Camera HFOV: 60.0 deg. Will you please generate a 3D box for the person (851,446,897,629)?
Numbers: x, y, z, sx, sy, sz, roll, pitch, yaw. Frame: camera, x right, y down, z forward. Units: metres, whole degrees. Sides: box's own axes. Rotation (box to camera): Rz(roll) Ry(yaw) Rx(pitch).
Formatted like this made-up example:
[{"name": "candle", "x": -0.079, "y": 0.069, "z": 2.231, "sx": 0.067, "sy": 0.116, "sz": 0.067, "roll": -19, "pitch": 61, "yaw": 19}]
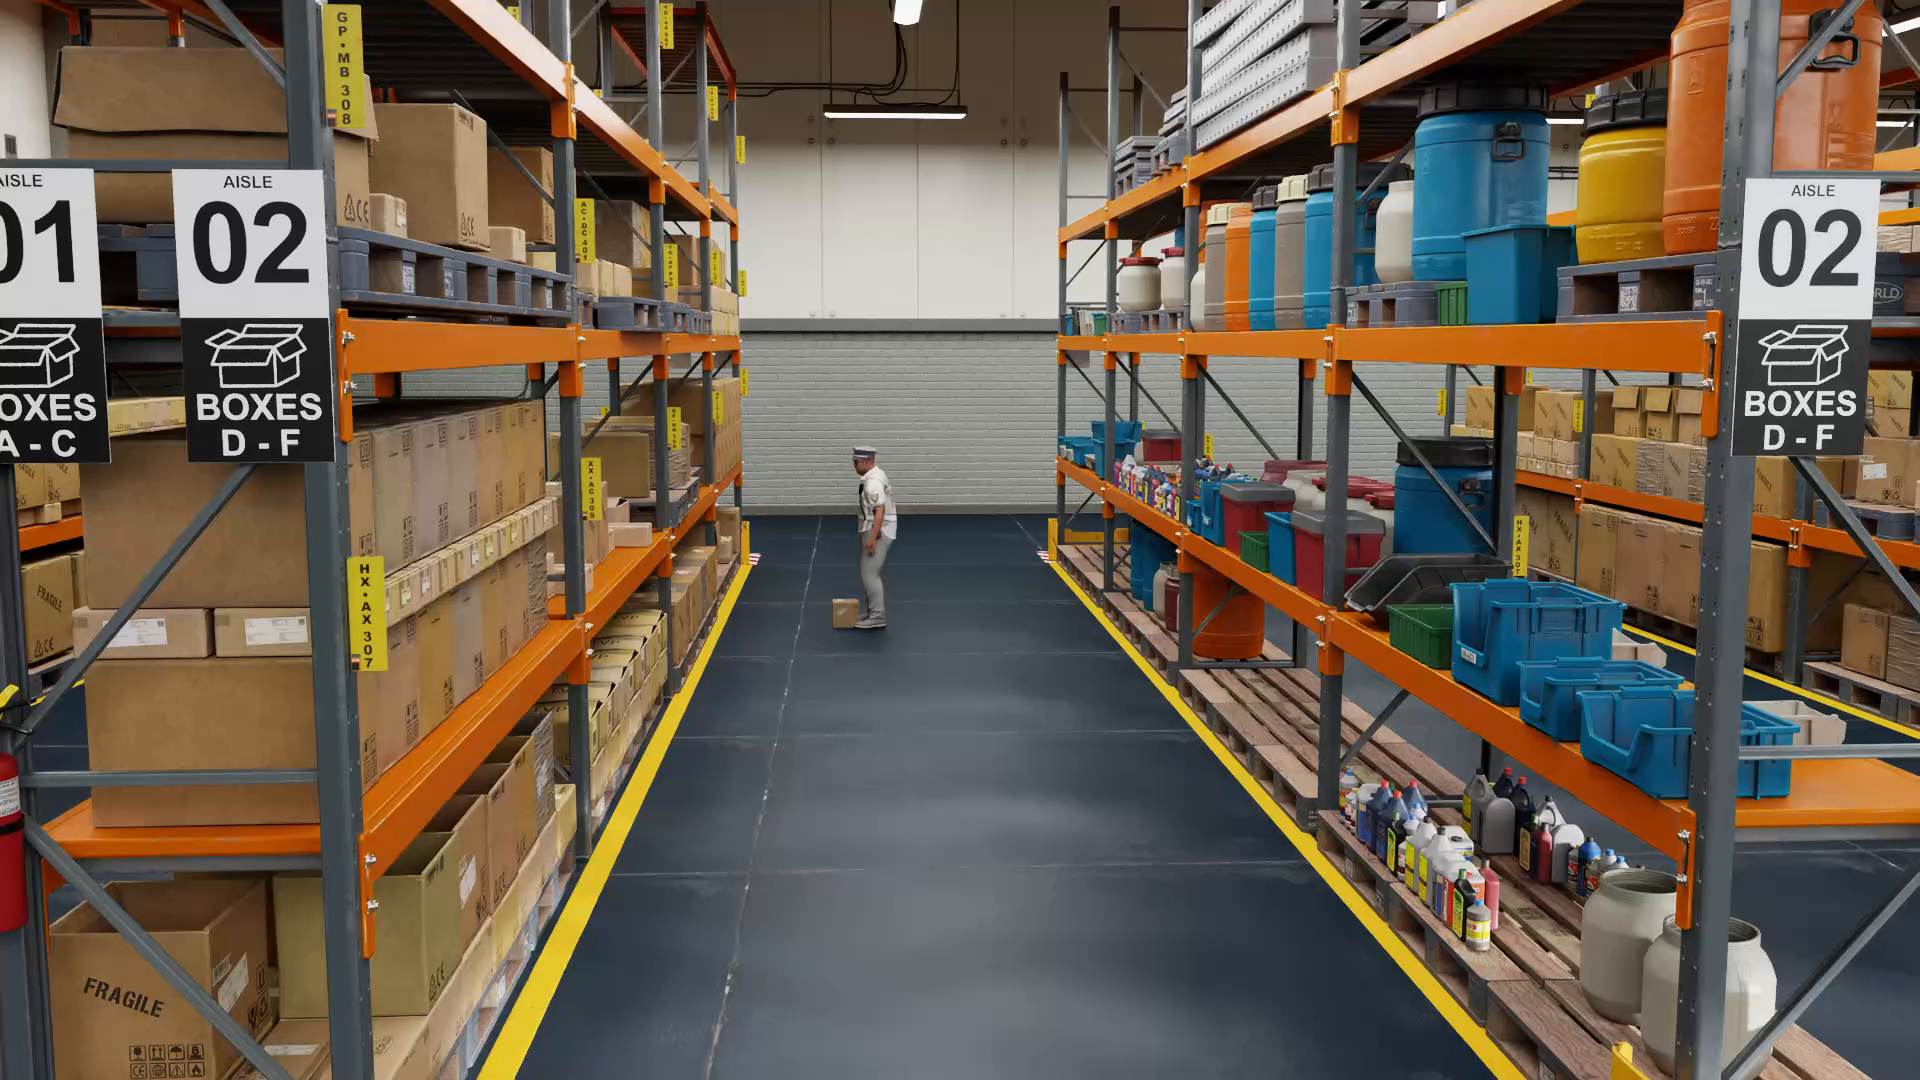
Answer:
[{"name": "person", "x": -0.829, "y": -0.038, "z": 16.031, "sx": 0.436, "sy": 1.746, "sz": 0.588, "roll": -1, "pitch": 7, "yaw": -6}]
